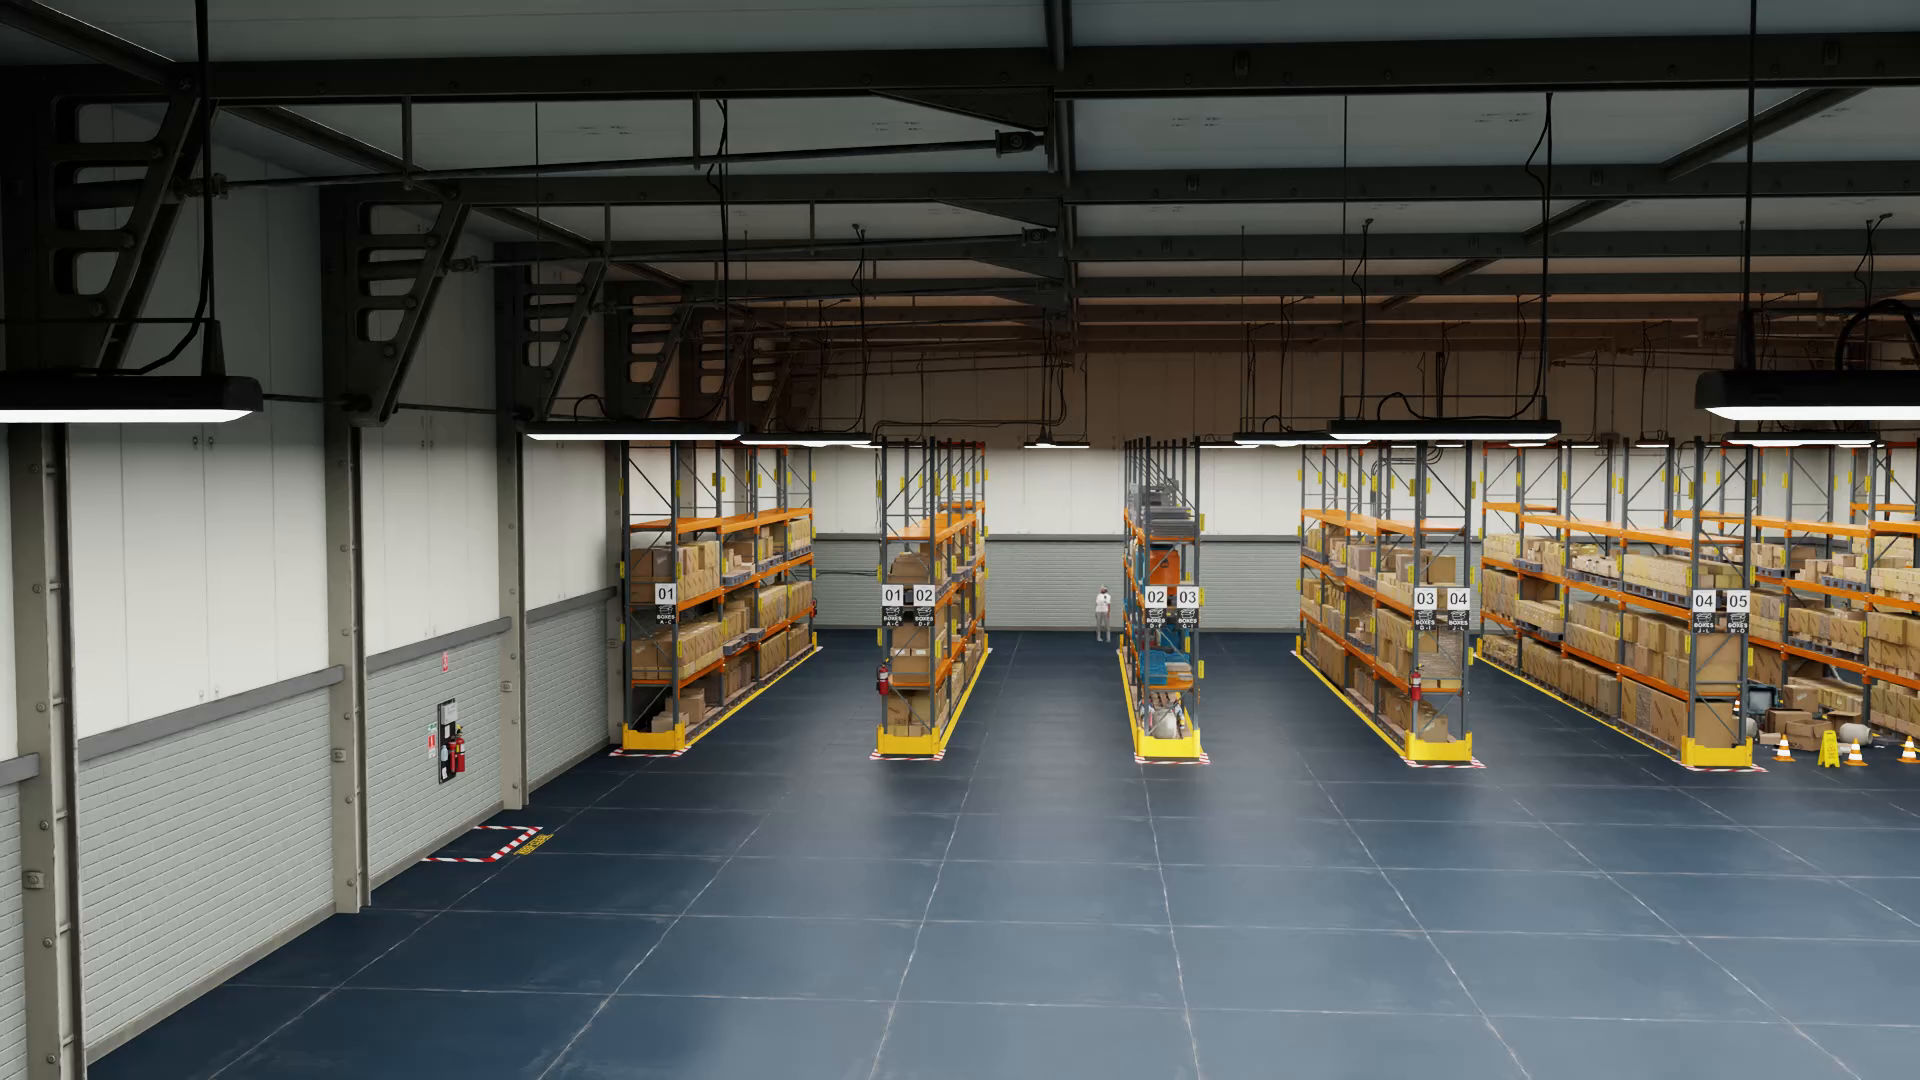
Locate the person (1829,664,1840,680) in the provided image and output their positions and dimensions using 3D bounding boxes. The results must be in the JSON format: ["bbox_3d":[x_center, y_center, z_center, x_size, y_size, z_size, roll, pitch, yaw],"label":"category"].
[{"bbox_3d":[21.244,2.705,41.082,0.554,1.642,0.913,-2,4,-37],"label":"person"}]

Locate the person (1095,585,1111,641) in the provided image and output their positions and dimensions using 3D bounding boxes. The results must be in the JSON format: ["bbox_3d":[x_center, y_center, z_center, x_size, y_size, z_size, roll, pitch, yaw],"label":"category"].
[{"bbox_3d":[4.316,2.193,50.161,0.477,1.705,0.415,0,3,7],"label":"person"}]
